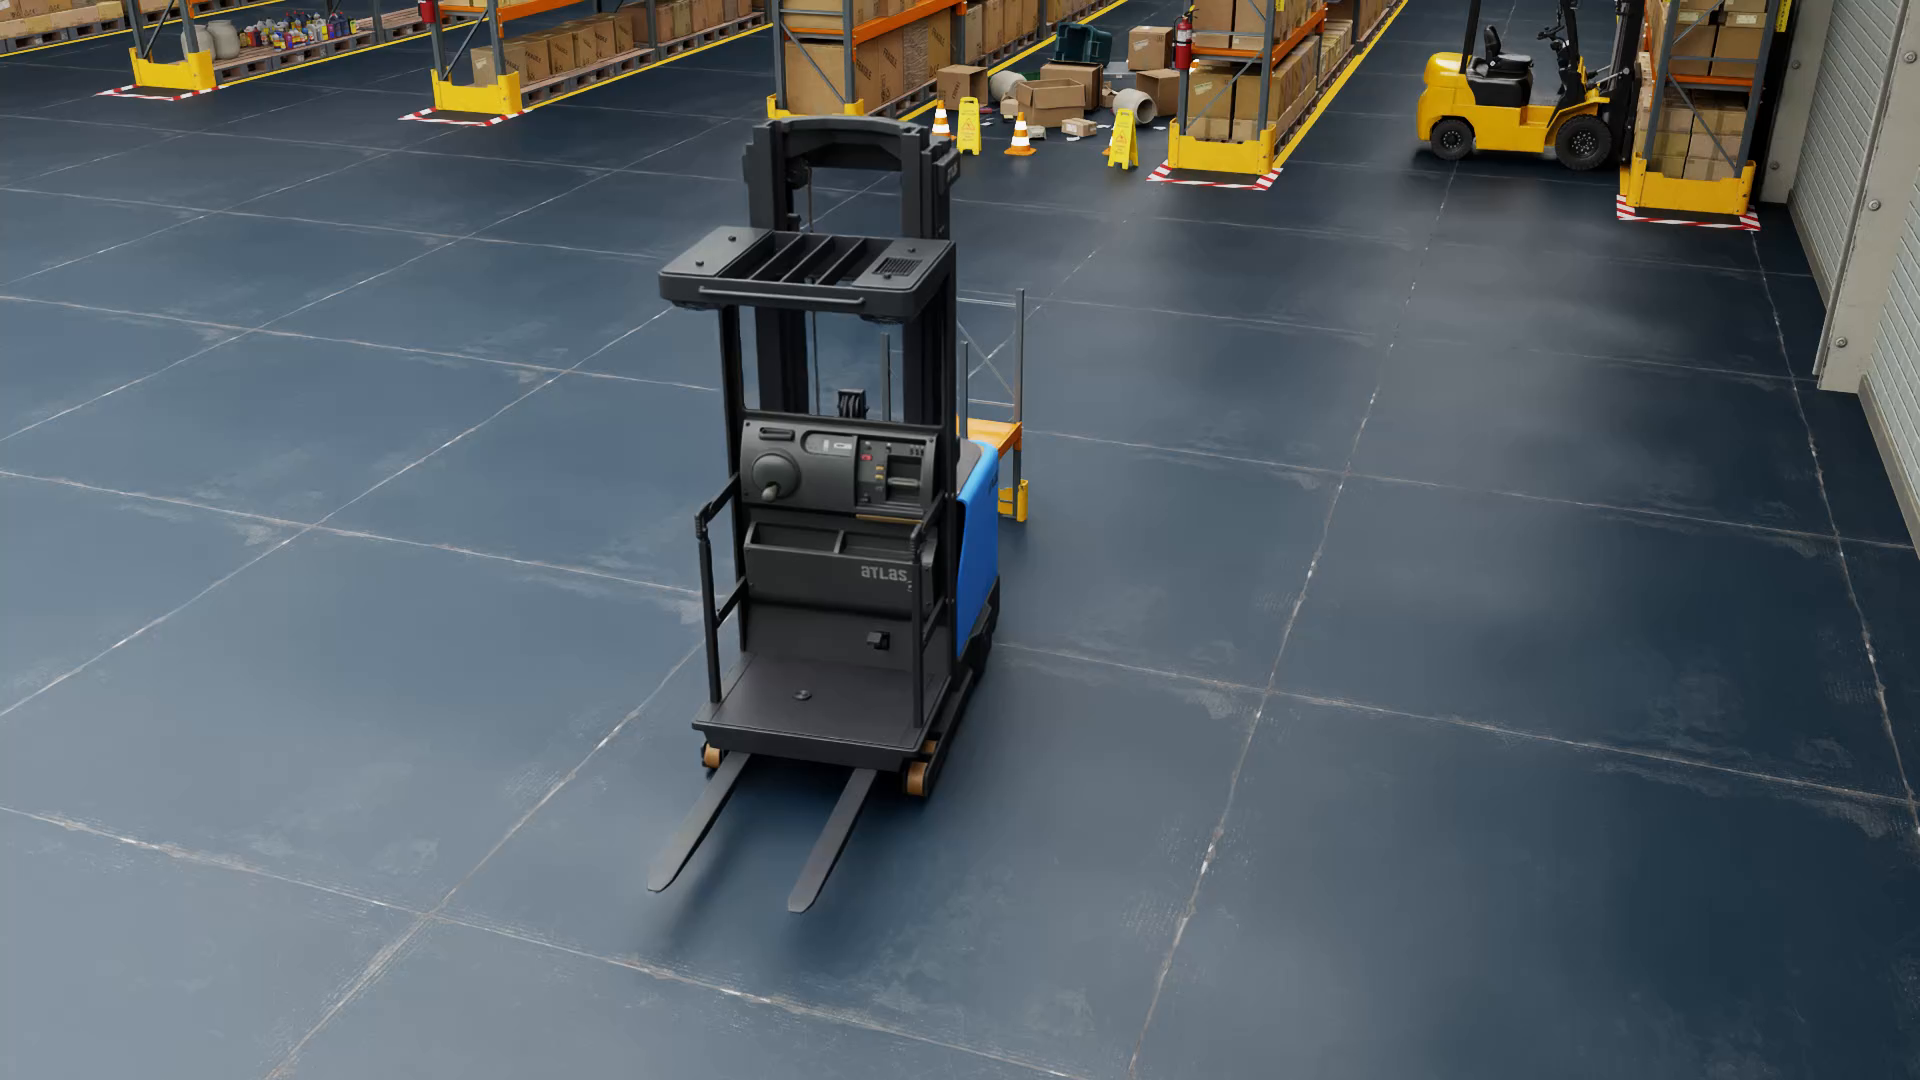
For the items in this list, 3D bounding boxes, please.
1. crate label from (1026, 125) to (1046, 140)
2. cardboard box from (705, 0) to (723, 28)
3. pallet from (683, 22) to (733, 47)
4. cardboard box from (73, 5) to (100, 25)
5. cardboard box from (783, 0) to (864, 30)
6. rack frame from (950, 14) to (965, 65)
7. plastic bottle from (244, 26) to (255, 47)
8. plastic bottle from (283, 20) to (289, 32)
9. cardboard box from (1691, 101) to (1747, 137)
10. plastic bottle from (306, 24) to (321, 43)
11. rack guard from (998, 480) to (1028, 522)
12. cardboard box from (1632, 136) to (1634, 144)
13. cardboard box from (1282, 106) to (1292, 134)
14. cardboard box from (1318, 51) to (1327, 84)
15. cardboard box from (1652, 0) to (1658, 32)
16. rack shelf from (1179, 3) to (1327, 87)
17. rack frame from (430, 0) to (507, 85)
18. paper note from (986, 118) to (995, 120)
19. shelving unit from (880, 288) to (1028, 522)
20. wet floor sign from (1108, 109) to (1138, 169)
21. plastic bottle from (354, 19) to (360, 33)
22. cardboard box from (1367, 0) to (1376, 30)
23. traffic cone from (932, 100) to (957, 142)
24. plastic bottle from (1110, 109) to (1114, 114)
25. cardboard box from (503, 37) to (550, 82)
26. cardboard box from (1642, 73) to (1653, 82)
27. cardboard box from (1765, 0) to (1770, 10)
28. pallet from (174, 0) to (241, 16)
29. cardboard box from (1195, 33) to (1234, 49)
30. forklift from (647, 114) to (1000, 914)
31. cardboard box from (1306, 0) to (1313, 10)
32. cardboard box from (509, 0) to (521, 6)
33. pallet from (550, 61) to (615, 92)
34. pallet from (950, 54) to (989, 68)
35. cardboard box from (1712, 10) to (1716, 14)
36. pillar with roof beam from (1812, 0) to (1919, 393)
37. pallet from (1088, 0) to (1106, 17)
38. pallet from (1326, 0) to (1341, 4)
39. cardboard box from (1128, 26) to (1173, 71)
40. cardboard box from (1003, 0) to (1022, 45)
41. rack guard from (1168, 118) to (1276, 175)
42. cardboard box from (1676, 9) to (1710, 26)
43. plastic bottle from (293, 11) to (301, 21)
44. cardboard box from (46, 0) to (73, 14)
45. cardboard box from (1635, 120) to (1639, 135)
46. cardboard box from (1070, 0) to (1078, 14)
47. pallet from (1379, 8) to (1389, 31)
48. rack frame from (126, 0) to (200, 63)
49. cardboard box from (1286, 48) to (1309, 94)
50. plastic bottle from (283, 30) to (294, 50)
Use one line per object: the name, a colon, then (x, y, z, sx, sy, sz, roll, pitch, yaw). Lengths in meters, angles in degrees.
crate label: (0.922, -5.012, 20.444, 0.250, 0.136, 0.298, -5, 26, -9)
cardboard box: (-4.289, -8.639, 27.014, 0.700, 0.500, 0.500, 11, 28, 22)
pallet: (-4.400, -8.232, 27.010, 1.003, 0.211, 1.213, 9, 27, 17)
cardboard box: (-14.526, -8.627, 27.300, 0.500, 0.250, 0.500, 9, 27, 17)
cardboard box: (-1.668, -6.486, 20.032, 0.875, 0.550, 0.550, 9, 27, 17)
rack frame: (-0.418, -7.903, 23.131, 1.000, 3.000, 0.127, 9, 27, 17)
plastic bottle: (-10.756, -7.628, 25.184, 0.152, 0.276, 0.135, 9, 27, 18)
plastic bottle: (-10.469, -7.937, 25.827, 0.097, 0.271, 0.097, 0, 26, 0)
cardboard box: (7.973, -4.436, 17.497, 0.500, 0.250, 0.500, 8, 27, 17)
plastic bottle: (-9.904, -7.770, 25.477, 0.152, 0.276, 0.135, 9, 27, 18)
rack guard: (0.140, -0.286, 10.554, 0.587, 0.250, 0.087, 9, 27, 17)
cardboard box: (7.994, -4.679, 19.145, 0.500, 0.250, 0.500, 10, 27, 19)
cardboard box: (3.659, -5.035, 19.879, 0.500, 0.250, 0.500, 10, 27, 19)
cardboard box: (4.456, -6.449, 22.661, 0.950, 0.372, 0.625, 9, 27, 18)
cardboard box: (8.414, -6.193, 19.483, 0.500, 0.500, 0.500, 9, 27, 18)
rack shelf: (3.618, -6.081, 20.193, 1.077, 0.370, 4.000, 9, 27, 17)
rack frame: (-6.393, -7.020, 21.307, 1.000, 3.000, 0.127, 9, 27, 17)
paper note: (0.391, -5.435, 21.465, 0.123, 0.001, 0.032, -20, 33, -36)
shelving unit: (-0.025, -0.644, 9.858, 0.587, 1.500, 1.083, 9, 27, 17)
wet floor sign: (1.880, -4.600, 19.011, 0.267, 0.644, 0.232, 20, 32, 35)
plastic bottle: (-9.559, -8.126, 26.298, 0.097, 0.201, 0.097, 0, 26, 0)
cardboard box: (6.224, -8.741, 26.818, 0.875, 0.875, 0.875, 9, 27, 18)
traffic cone: (-0.233, -5.130, 20.314, 0.336, 0.463, 0.334, 9, 27, 17)
plastic bottle: (2.086, -5.646, 21.841, 0.133, 0.061, 0.283, 14, 29, 26)
cardboard box: (-6.003, -6.589, 22.803, 0.500, 0.500, 0.500, 17, 30, 31)
cardboard box: (7.992, -5.127, 18.924, 0.500, 0.250, 0.500, 8, 27, 16)
cardboard box: (8.095, -5.543, 17.056, 0.380, 0.149, 0.250, 10, 27, 19)
pallet: (-13.790, -9.658, 29.956, 1.003, 0.211, 1.213, 9, 27, 17)
cardboard box: (2.875, -5.655, 18.775, 0.380, 0.149, 0.250, 10, 27, 19)
forklift: (-0.613, -0.302, 7.510, 1.130, 2.935, 3.031, 6, 26, 12)
cardboard box: (4.037, -6.761, 20.315, 0.500, 0.500, 0.500, 10, 27, 19)
cardboard box: (-5.972, -7.090, 21.739, 0.380, 0.149, 0.250, 9, 27, 17)
pallet: (-5.656, -6.625, 23.690, 1.003, 0.211, 1.213, 9, 27, 17)
pallet: (-0.232, -6.976, 24.416, 1.003, 0.211, 1.213, 9, 27, 17)
cardboard box: (8.377, -5.498, 18.048, 0.500, 0.500, 0.500, 8, 27, 17)
pillar with roof beam: (2.660, -5.879, 12.066, 9.100, 9.000, 0.400, 9, 27, 17)
pallet: (1.986, -9.616, 29.867, 1.003, 0.211, 1.213, 9, 27, 17)
pallet: (4.675, -7.433, 22.381, 1.003, 0.211, 1.213, 9, 27, 17)
cardboard box: (2.595, -6.688, 22.621, 0.500, 0.500, 0.500, 9, 27, 17)
cardboard box: (0.338, -8.126, 25.692, 1.050, 0.750, 0.750, 9, 27, 18)
rack guard: (2.978, -4.489, 18.948, 1.175, 0.500, 0.348, 9, 27, 17)
cardboard box: (7.486, -5.385, 17.070, 0.380, 0.149, 0.250, 9, 27, 18)
plastic bottle: (-10.392, -8.116, 26.106, 0.144, 0.351, 0.185, 10, 27, 19)
cardboard box: (-14.691, -8.759, 26.711, 0.500, 0.500, 0.500, 9, 27, 17)
cardboard box: (7.679, -4.491, 18.183, 0.500, 0.250, 0.500, 8, 27, 17)
cardboard box: (1.719, -9.283, 28.368, 0.500, 0.500, 0.500, 8, 27, 16)
pallet: (6.760, -8.931, 28.454, 1.003, 0.211, 1.213, 9, 27, 17)
rack frame: (-11.063, -7.738, 22.791, 1.000, 3.000, 0.127, 9, 27, 17)
cardboard box: (4.003, -5.815, 20.630, 0.500, 0.500, 0.500, 10, 28, 20)
plastic bottle: (-10.074, -7.504, 24.919, 0.061, 0.283, 0.133, 9, 27, 18)
